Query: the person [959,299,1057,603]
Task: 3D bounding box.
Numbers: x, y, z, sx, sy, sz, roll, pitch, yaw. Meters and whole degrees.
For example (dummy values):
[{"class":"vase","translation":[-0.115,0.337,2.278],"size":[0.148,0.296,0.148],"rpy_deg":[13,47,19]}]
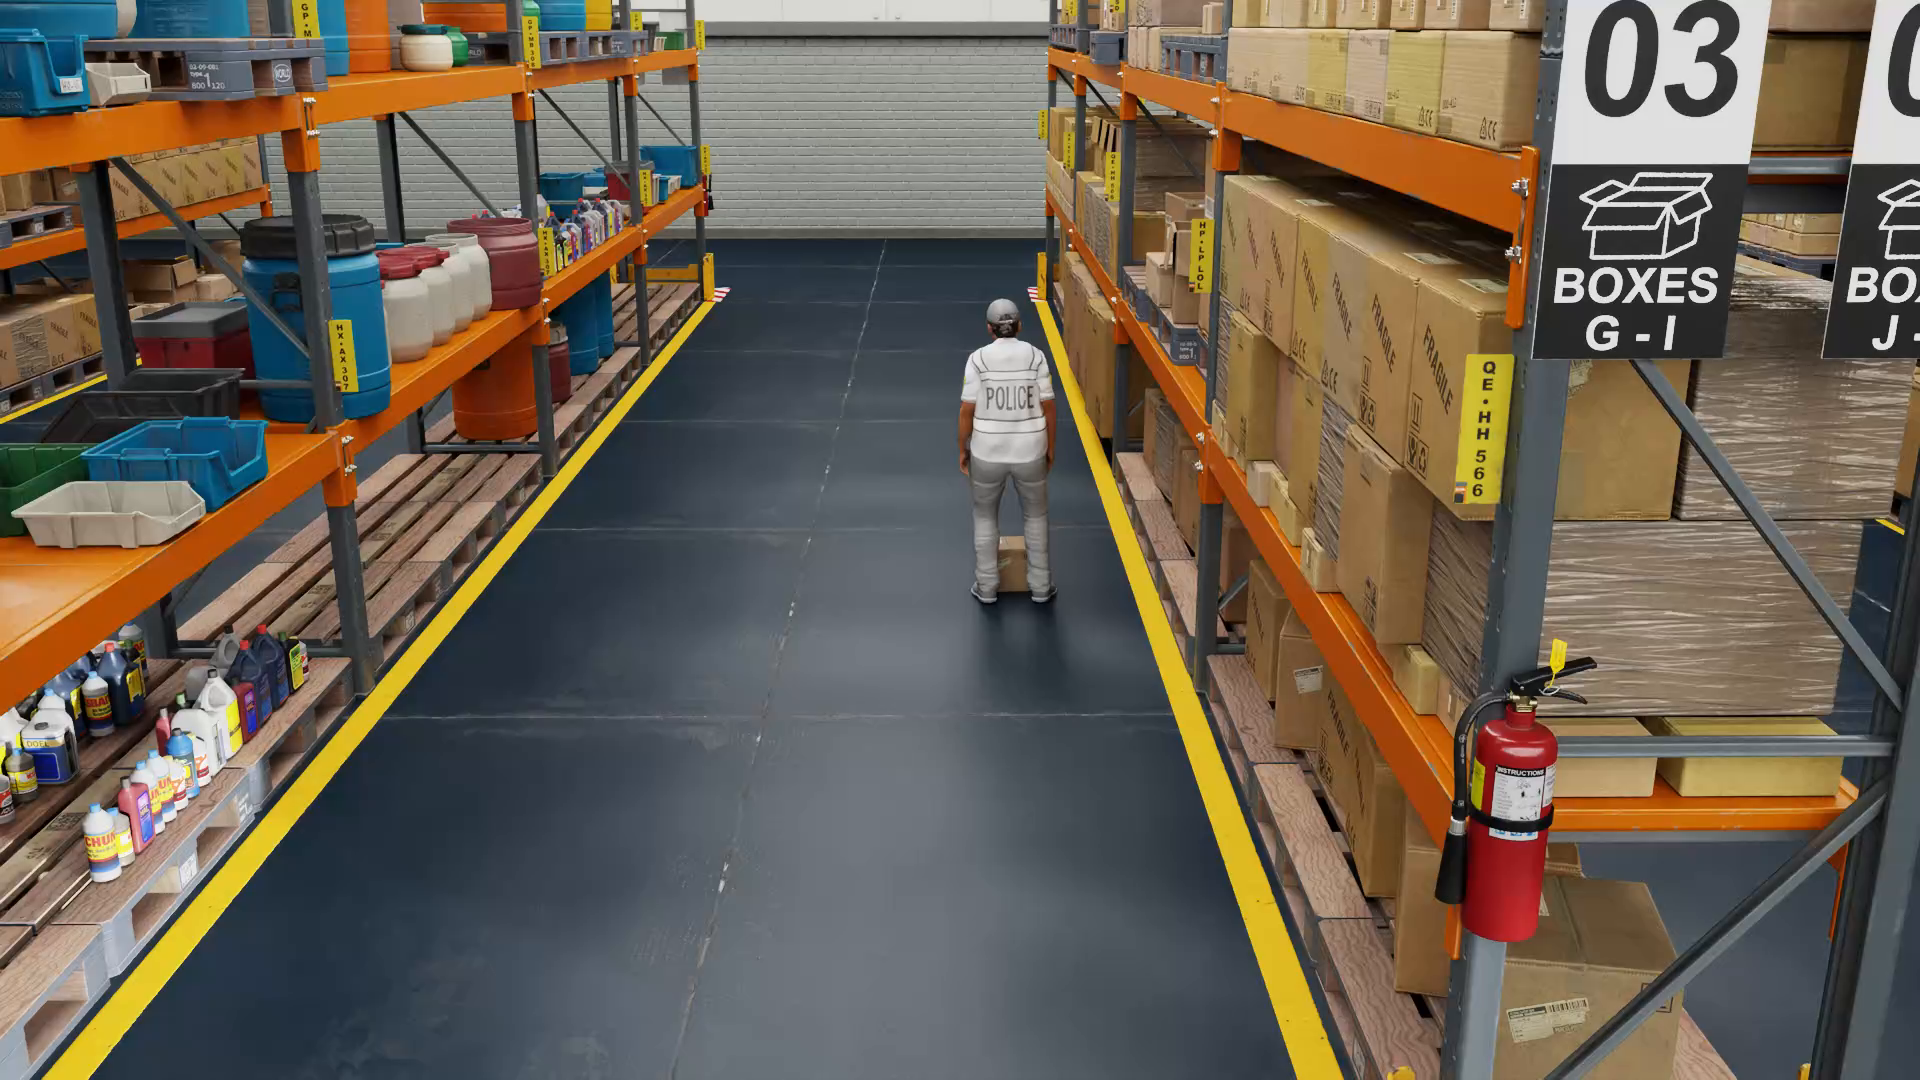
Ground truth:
[{"class":"person","translation":[0.271,-0.476,9.065],"size":[0.564,1.667,0.464],"rpy_deg":[-1,17,-4]}]
